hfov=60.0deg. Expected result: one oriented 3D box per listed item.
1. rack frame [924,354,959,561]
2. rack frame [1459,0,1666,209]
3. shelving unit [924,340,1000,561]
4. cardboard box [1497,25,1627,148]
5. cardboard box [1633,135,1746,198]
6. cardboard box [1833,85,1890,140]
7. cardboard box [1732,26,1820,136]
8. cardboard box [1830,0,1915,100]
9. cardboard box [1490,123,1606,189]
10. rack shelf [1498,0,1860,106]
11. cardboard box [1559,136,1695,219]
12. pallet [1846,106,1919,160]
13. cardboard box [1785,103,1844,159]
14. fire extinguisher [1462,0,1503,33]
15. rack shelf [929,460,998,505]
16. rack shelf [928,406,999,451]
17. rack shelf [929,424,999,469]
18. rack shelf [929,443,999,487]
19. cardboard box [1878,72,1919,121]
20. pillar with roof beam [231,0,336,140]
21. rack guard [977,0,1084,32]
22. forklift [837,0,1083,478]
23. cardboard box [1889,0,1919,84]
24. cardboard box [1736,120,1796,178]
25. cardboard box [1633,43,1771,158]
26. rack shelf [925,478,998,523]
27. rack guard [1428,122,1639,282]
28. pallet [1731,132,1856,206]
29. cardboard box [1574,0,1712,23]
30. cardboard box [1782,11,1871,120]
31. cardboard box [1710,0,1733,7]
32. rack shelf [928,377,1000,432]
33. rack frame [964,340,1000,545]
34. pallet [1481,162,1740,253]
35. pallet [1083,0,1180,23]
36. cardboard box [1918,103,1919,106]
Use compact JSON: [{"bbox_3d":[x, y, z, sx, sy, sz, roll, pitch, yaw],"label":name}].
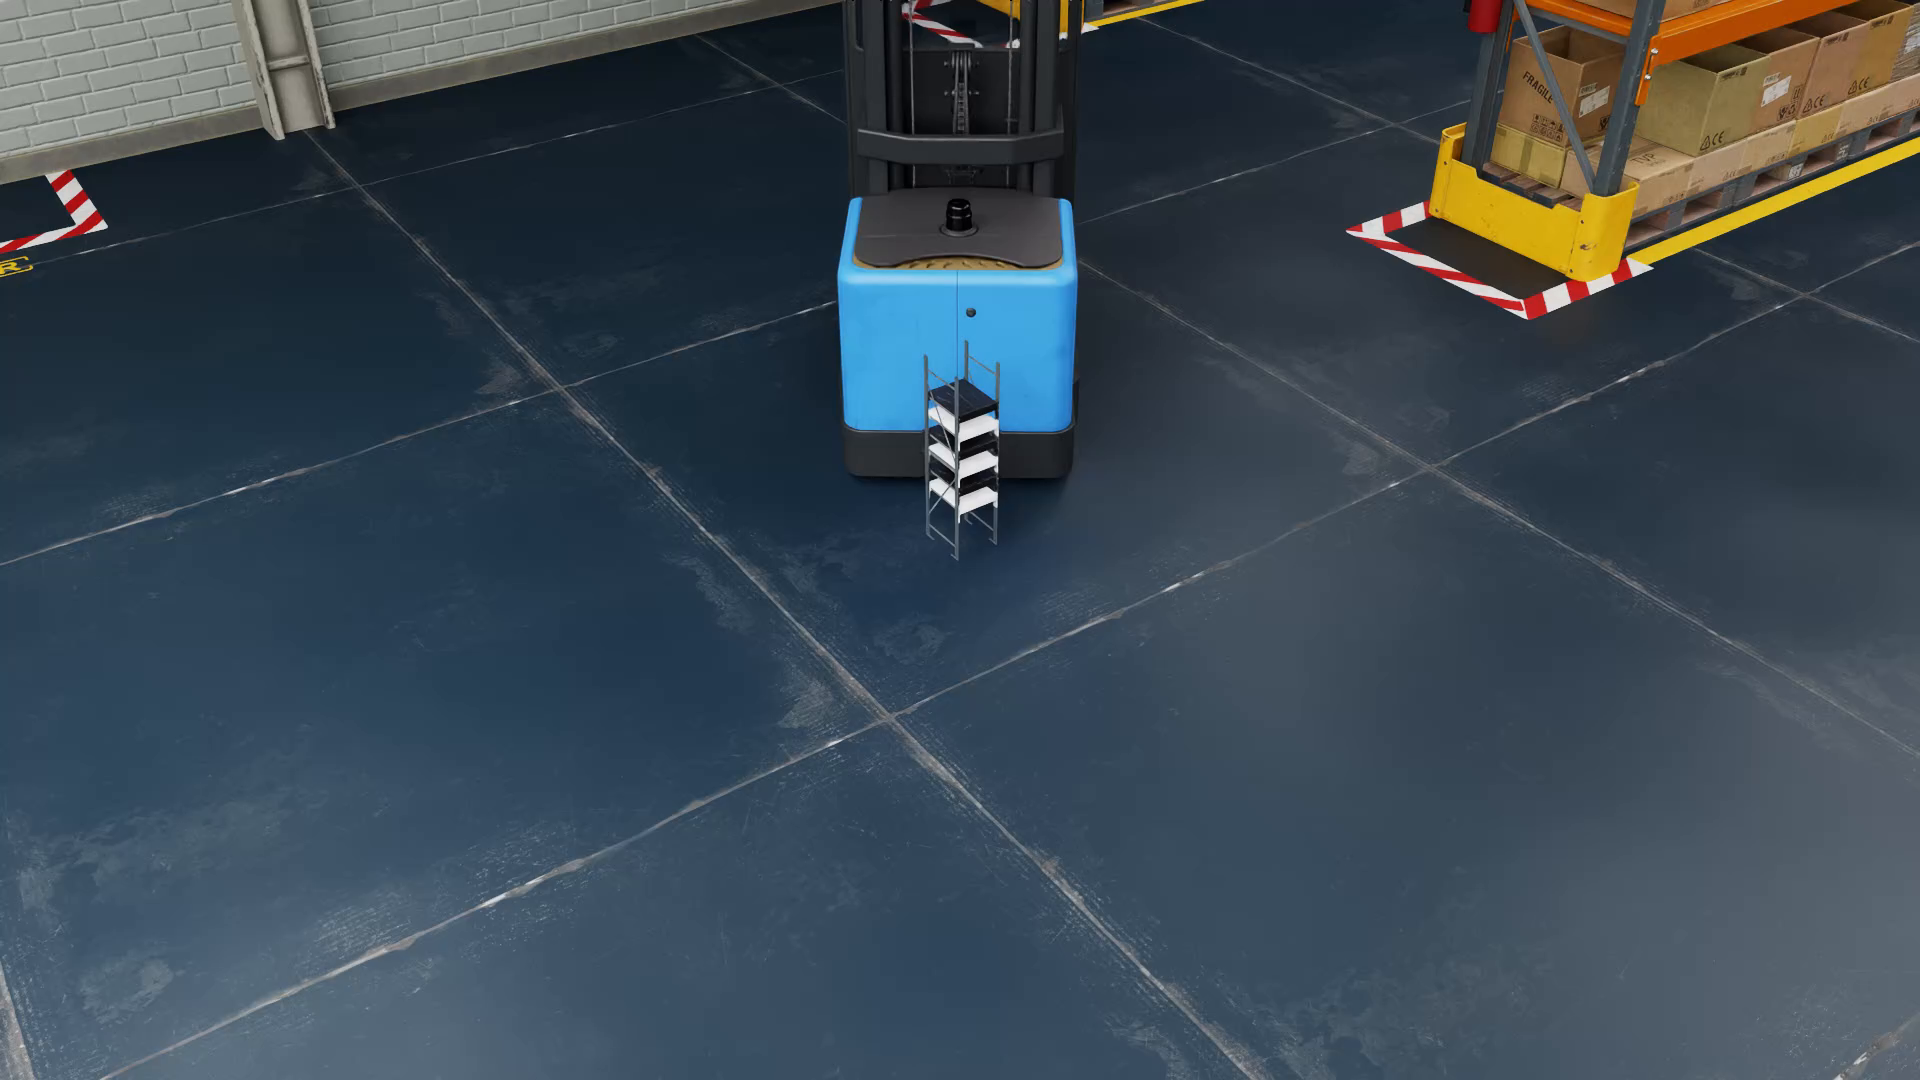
[{"bbox_3d":[-0.076,-0.334,6.943,0.006,0.900,0.240,-22,41,-28],"label":"rack frame"},{"bbox_3d":[3.285,-2.982,8.827,0.127,3.000,1.000,-22,41,-28],"label":"rack frame"},{"bbox_3d":[0.007,-0.368,6.991,0.210,0.900,0.258,-22,41,-28],"label":"shelving unit"},{"bbox_3d":[3.552,-2.663,9.737,0.500,0.500,0.500,-22,41,-28],"label":"cardboard box"},{"bbox_3d":[4.258,-2.280,9.847,0.500,0.250,0.500,-22,41,-28],"label":"cardboard box"},{"bbox_3d":[5.486,-2.783,10.545,0.500,0.250,0.500,-22,41,-28],"label":"cardboard box"},{"bbox_3d":[4.660,-2.758,9.869,0.500,0.500,0.500,-22,41,-28],"label":"cardboard box"},{"bbox_3d":[5.479,-3.093,10.335,0.500,0.500,0.500,-22,41,-28],"label":"cardboard box"},{"bbox_3d":[3.553,-2.358,9.954,0.500,0.250,0.500,-22,41,-28],"label":"cardboard box"},{"bbox_3d":[4.919,-3.363,9.973,4.000,0.370,1.077,-22,41,-28],"label":"rack shelf"},{"bbox_3d":[3.851,-2.111,9.611,0.500,0.250,0.500,-22,41,-28],"label":"cardboard box"},{"bbox_3d":[5.880,-2.948,11.168,1.213,0.211,1.003,-22,41,-28],"label":"pallet"},{"bbox_3d":[5.078,-2.614,10.311,0.500,0.250,0.500,-22,41,-28],"label":"cardboard box"},{"bbox_3d":[2.920,-3.133,9.103,0.183,0.674,0.296,-22,41,-28],"label":"fire extinguisher"},{"bbox_3d":[0.007,-0.268,7.063,0.200,0.077,0.258,-22,41,-28],"label":"rack shelf"},{"bbox_3d":[0.007,-0.487,6.905,0.200,0.077,0.258,-22,41,-28],"label":"rack shelf"},{"bbox_3d":[0.007,-0.414,6.958,0.200,0.077,0.258,-22,41,-28],"label":"rack shelf"},{"bbox_3d":[0.007,-0.341,7.011,0.200,0.077,0.258,-22,41,-28],"label":"rack shelf"},{"bbox_3d":[5.887,-2.958,10.789,0.500,0.250,0.500,-22,41,-28],"label":"cardboard box"},{"bbox_3d":[-1.923,-4.356,5.600,0.400,9.000,9.100,-22,41,-28],"label":"pillar with roof beam"},{"bbox_3d":[0.490,-4.356,12.878,0.348,0.500,1.175,-22,41,-28],"label":"rack guard"},{"bbox_3d":[0.015,-2.298,7.934,1.130,2.935,3.031,1,36,1],"label":"forklift"},{"bbox_3d":[5.886,-3.263,10.571,0.500,0.500,0.500,-22,41,-28],"label":"cardboard box"},{"bbox_3d":[4.667,-2.448,10.081,0.500,0.250,0.500,-22,41,-28],"label":"cardboard box"},{"bbox_3d":[4.259,-2.584,9.627,0.500,0.500,0.500,-22,41,-28],"label":"cardboard box"},{"bbox_3d":[0.007,-0.195,7.116,0.200,0.077,0.258,-22,41,-28],"label":"rack shelf"},{"bbox_3d":[3.265,-1.959,9.546,0.348,0.500,1.175,-22,41,-28],"label":"rack guard"},{"bbox_3d":[4.882,-2.535,10.594,1.213,0.211,1.003,-22,41,-28],"label":"pallet"},{"bbox_3d":[3.674,-3.174,9.008,0.500,0.500,0.700,-22,41,-28],"label":"cardboard box"},{"bbox_3d":[5.079,-2.918,10.092,0.500,0.500,0.500,-22,41,-28],"label":"cardboard box"},{"bbox_3d":[4.100,-3.353,9.257,0.500,0.500,0.700,-21,41,-27],"label":"cardboard box"},{"bbox_3d":[0.007,-0.560,6.853,0.200,0.077,0.258,-22,41,-28],"label":"rack shelf"},{"bbox_3d":[0.090,-0.402,7.039,0.006,0.900,0.240,-22,41,-28],"label":"rack frame"},{"bbox_3d":[3.886,-2.127,10.027,1.213,0.211,1.003,-22,41,-28],"label":"pallet"},{"bbox_3d":[1.174,-4.495,13.319,1.213,0.211,1.003,-22,41,-28],"label":"pallet"},{"bbox_3d":[6.301,-3.121,11.016,0.500,0.250,0.500,-22,41,-28],"label":"cardboard box"}]
